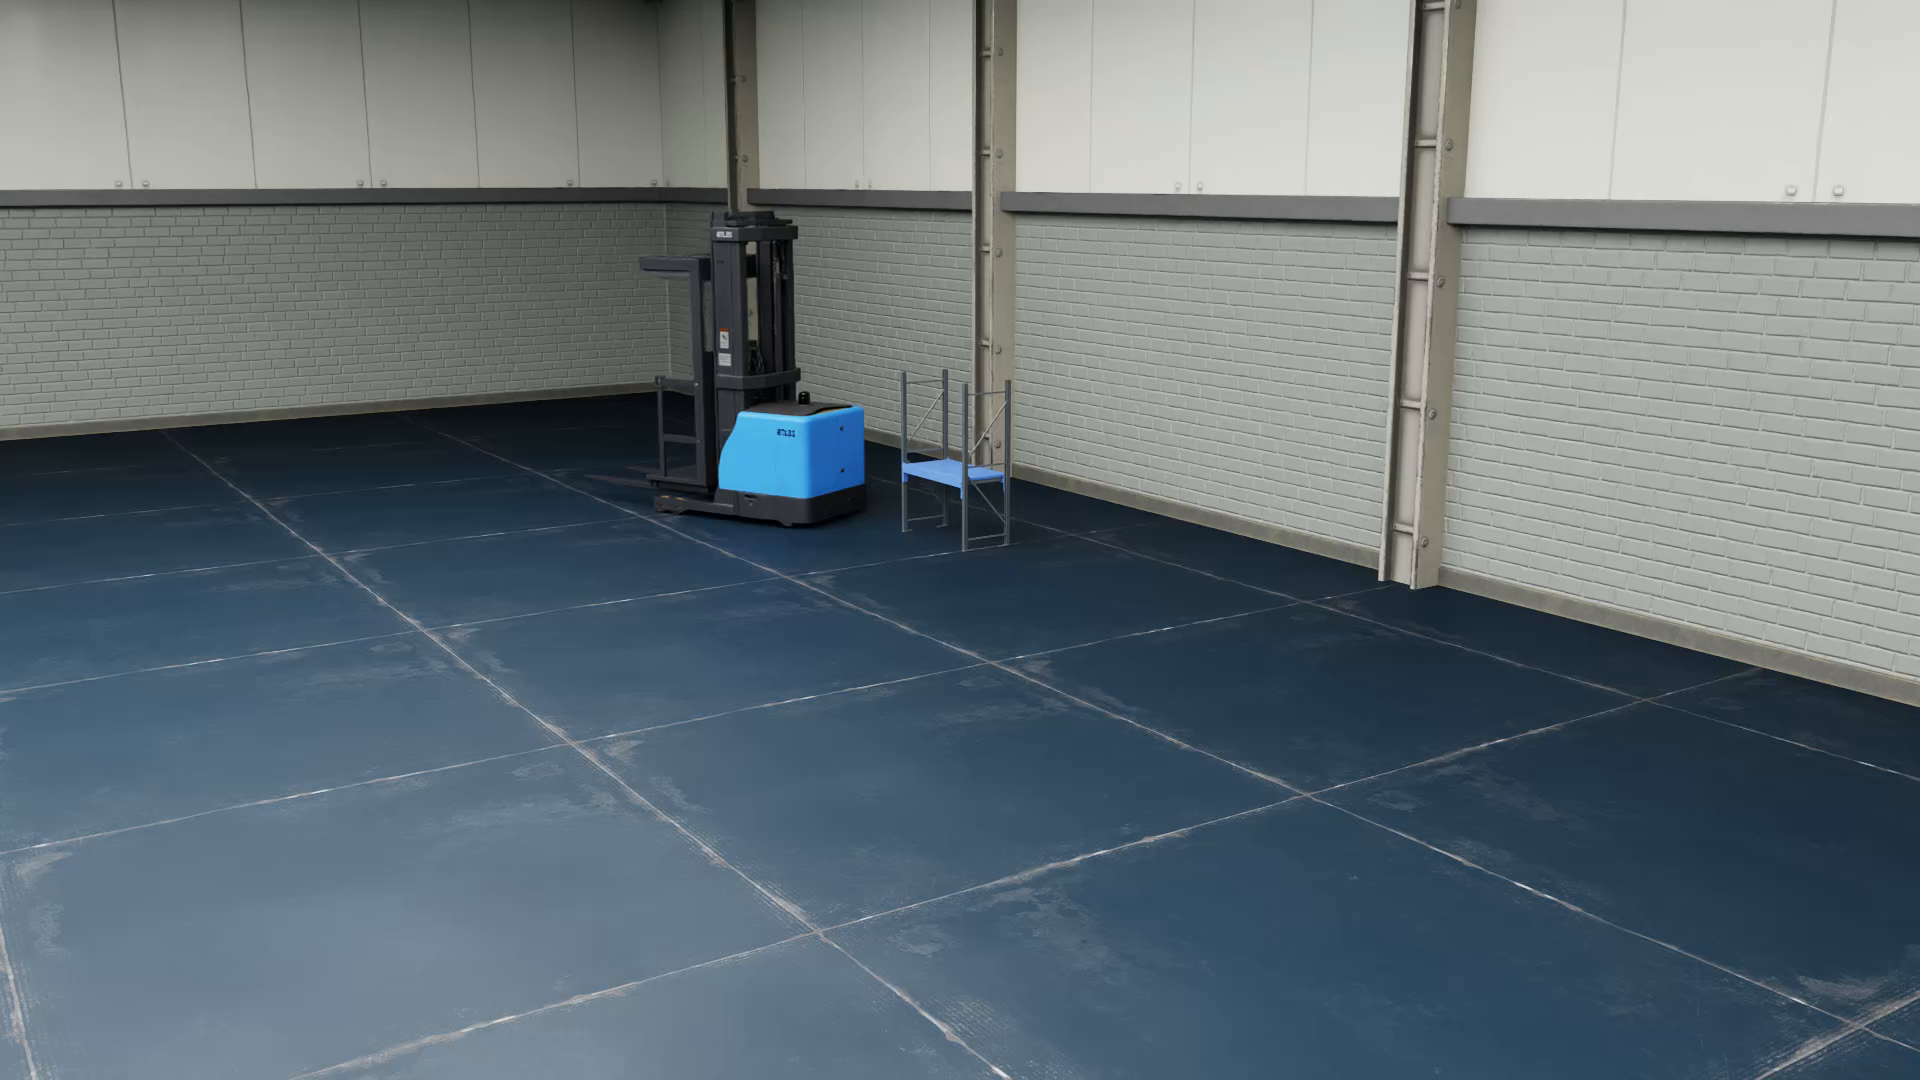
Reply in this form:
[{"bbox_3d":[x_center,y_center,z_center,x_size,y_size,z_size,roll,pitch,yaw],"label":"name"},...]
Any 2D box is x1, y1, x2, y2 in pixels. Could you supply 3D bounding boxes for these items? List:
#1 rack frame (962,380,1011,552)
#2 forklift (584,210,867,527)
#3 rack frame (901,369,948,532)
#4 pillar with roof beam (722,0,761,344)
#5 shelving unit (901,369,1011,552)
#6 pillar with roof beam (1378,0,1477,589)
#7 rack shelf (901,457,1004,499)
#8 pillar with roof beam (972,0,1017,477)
[{"bbox_3d":[0.234,-0.657,14.746,0.500,1.500,0.032,-8,15,-33],"label":"rack frame"},{"bbox_3d":[-2.444,-1.771,16.487,3.031,2.935,1.130,8,14,31],"label":"forklift"},{"bbox_3d":[-0.329,-0.838,15.573,0.500,1.500,0.032,-8,15,-33],"label":"rack frame"},{"bbox_3d":[-6.543,-5.674,20.133,9.100,9.000,0.400,-8,15,-33],"label":"pillar with roof beam"},{"bbox_3d":[-0.047,-0.748,15.159,0.538,1.500,1.048,-8,15,-33],"label":"shelving unit"},{"bbox_3d":[0.105,-3.540,10.374,9.100,9.000,0.400,-8,15,-33],"label":"pillar with roof beam"},{"bbox_3d":[-0.047,-0.572,15.198,0.538,0.185,1.000,-8,15,-33],"label":"rack shelf"},{"bbox_3d":[-3.219,-4.607,15.254,9.100,9.000,0.400,-8,15,-33],"label":"pillar with roof beam"}]
